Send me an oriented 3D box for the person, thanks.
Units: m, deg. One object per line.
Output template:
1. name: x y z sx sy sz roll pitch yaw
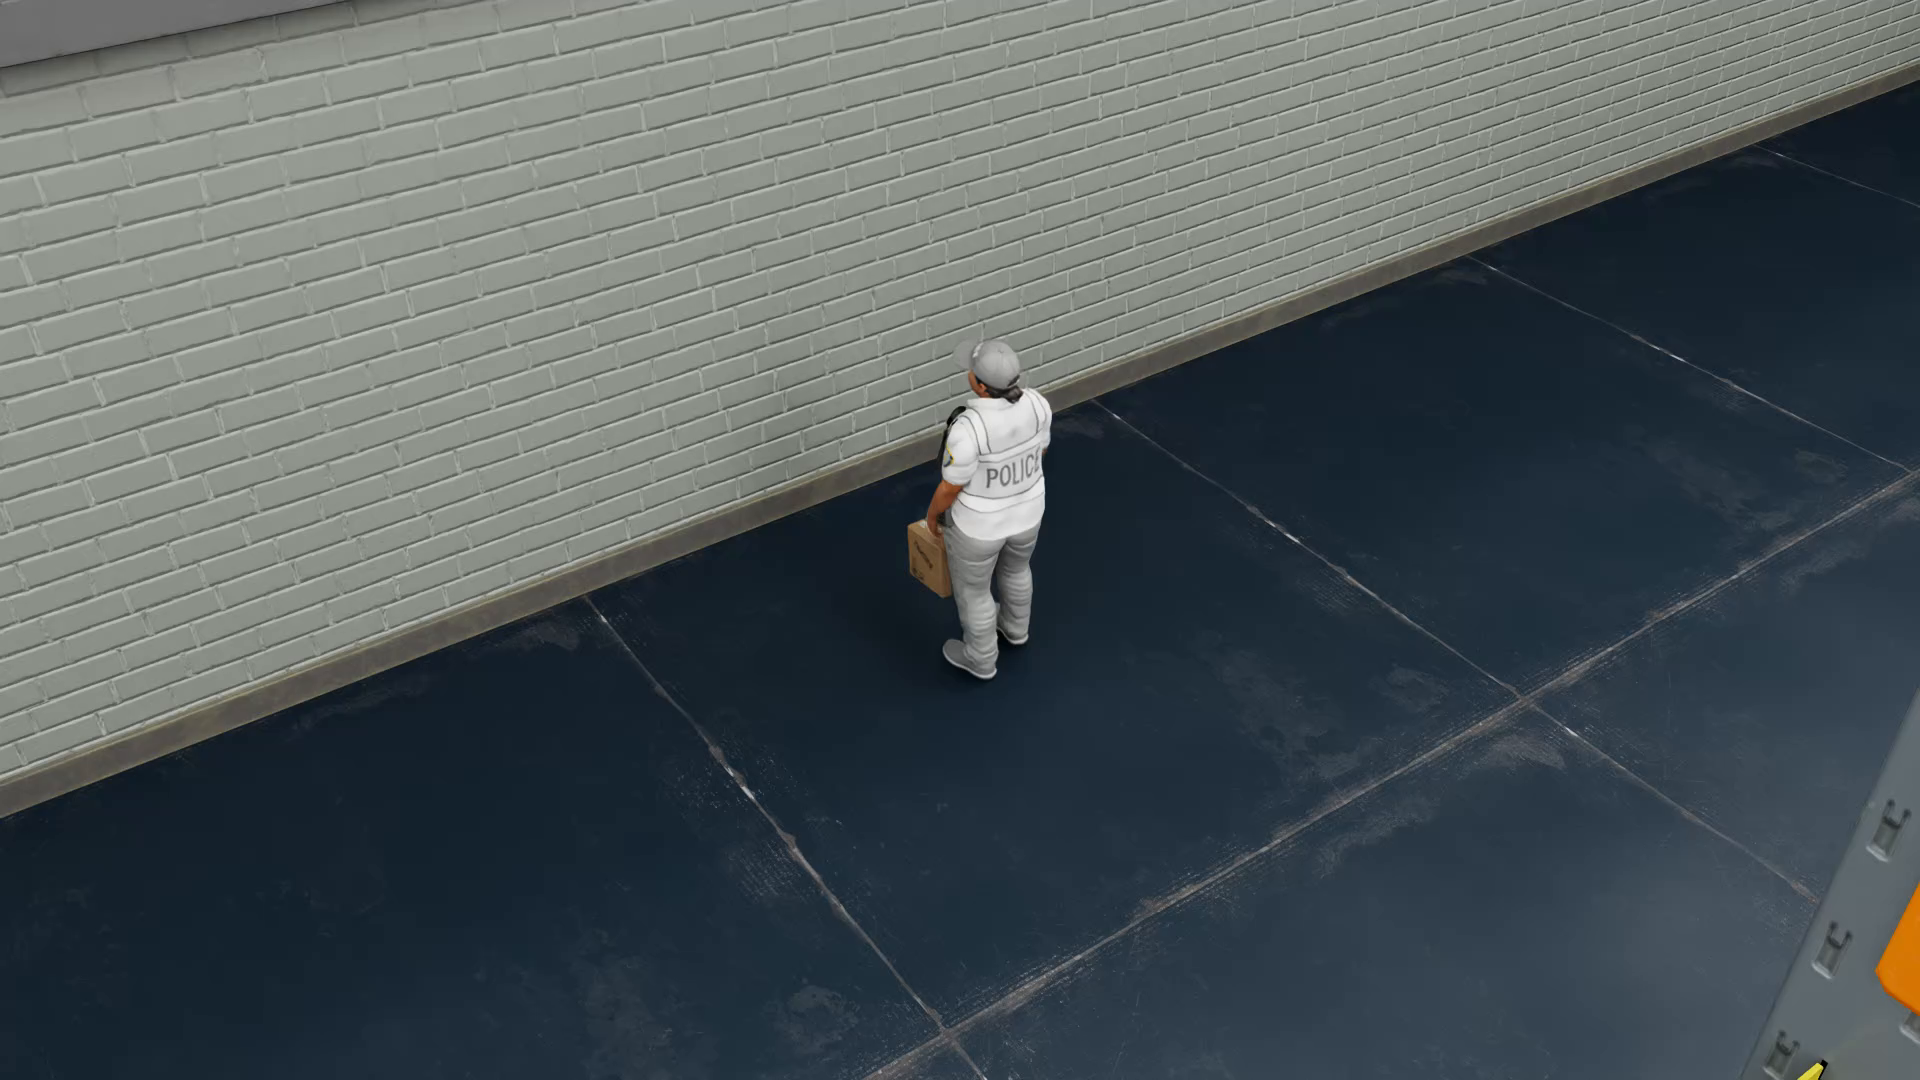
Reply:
1. person: 0.099 -0.147 6.828 0.575 1.670 0.523 -23 42 -27
